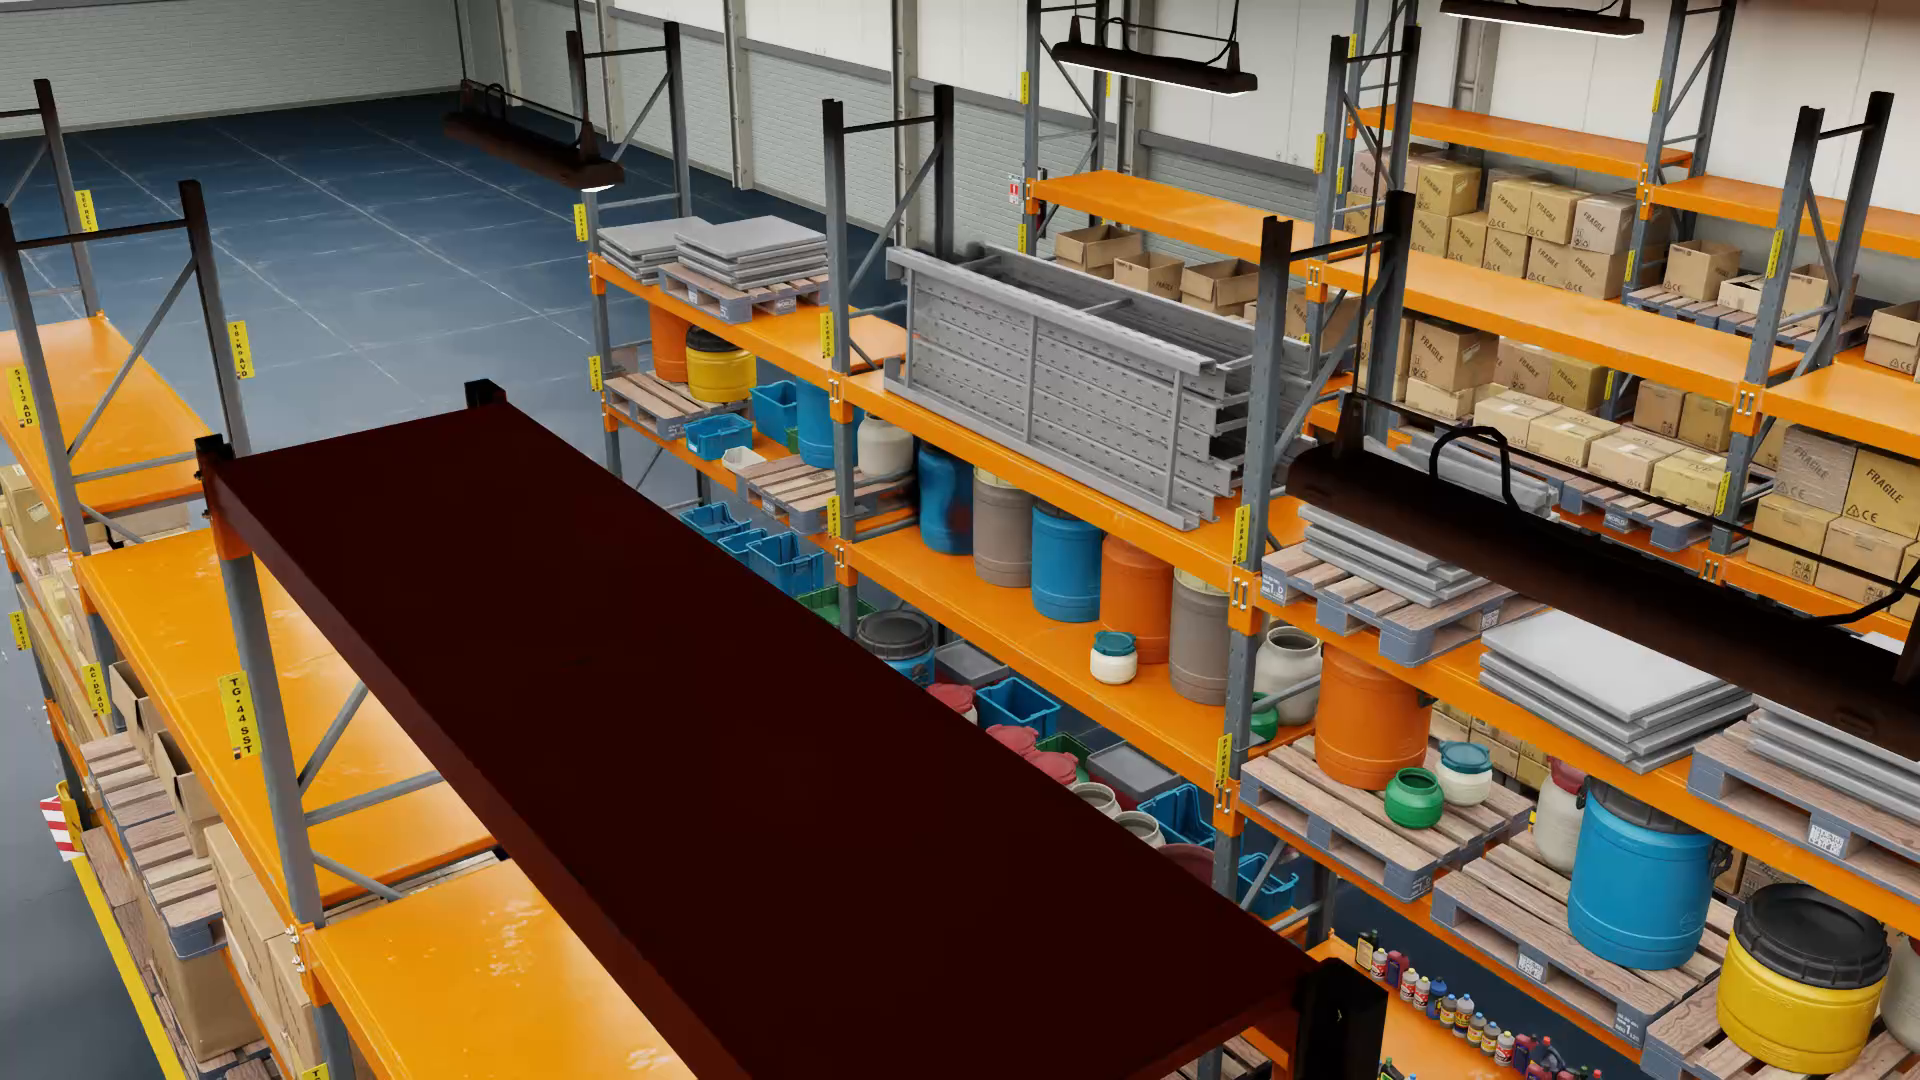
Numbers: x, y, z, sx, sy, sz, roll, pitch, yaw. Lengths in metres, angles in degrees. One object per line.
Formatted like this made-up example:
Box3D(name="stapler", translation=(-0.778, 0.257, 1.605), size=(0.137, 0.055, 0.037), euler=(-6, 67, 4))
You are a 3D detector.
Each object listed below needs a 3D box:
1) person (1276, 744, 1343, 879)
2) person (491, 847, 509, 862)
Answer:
Box3D(name="person", translation=(2.640, 1.784, 12.502), size=(0.533, 1.767, 0.775), euler=(-16, 29, -30))
Box3D(name="person", translation=(-3.273, 2.051, 12.015), size=(0.758, 1.595, 0.579), euler=(-4, 25, -9))
